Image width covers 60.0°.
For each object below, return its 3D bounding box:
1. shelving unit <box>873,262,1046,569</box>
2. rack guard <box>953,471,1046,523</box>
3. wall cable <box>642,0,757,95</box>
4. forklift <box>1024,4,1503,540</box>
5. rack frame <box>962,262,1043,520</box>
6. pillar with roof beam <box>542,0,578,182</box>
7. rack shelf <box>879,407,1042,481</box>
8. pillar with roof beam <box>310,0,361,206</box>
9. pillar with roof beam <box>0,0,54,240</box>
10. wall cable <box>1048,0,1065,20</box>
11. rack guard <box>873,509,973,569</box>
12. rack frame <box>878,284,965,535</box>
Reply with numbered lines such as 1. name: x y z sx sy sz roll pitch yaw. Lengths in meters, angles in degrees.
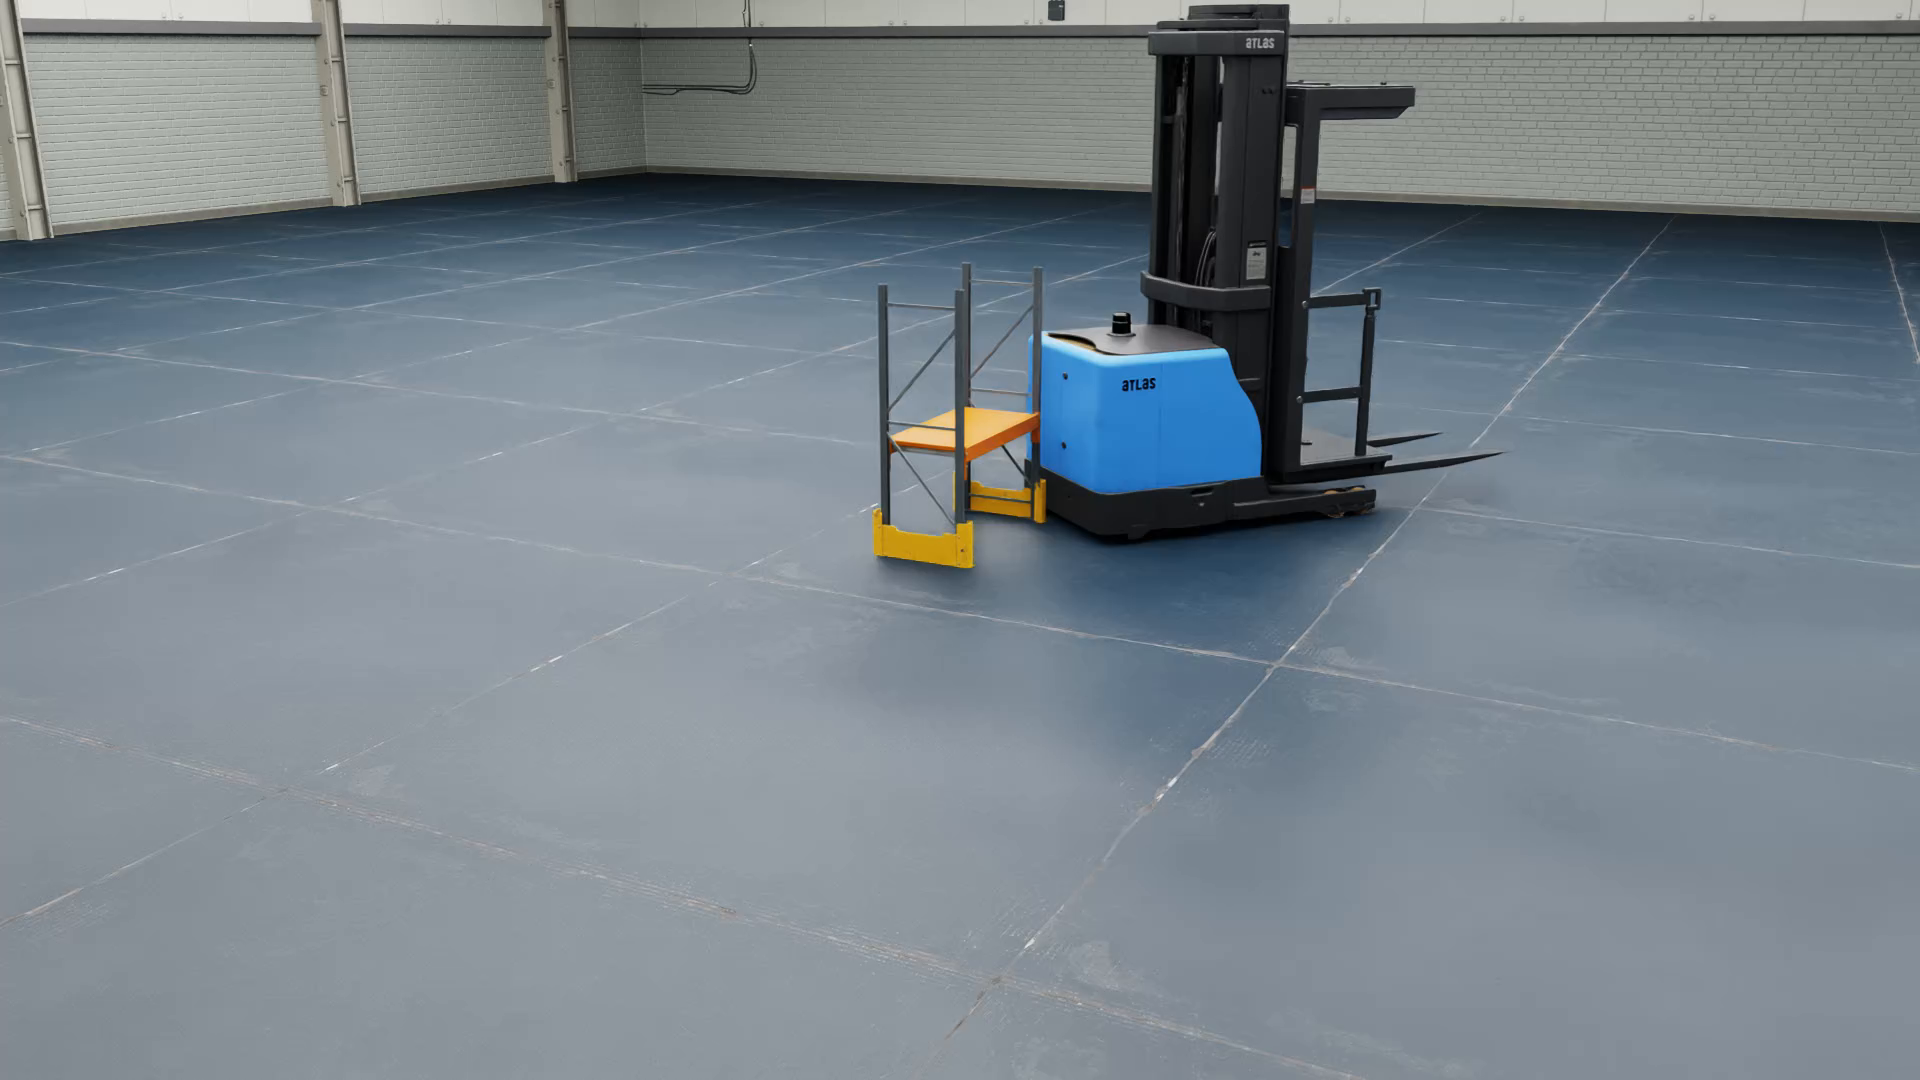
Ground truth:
1. shelving unit: 0.015 -0.735 9.366 0.587 1.500 1.083 8 18 25
2. rack guard: 0.234 -0.264 9.973 0.587 0.250 0.087 8 18 25
3. wall cable: -5.736 -10.897 35.861 3.097 2.526 0.112 8 18 25
4. forklift: 1.955 -1.664 9.978 3.031 2.935 1.130 -7 18 -23
5. rack frame: 0.243 -0.868 9.811 0.500 1.500 0.032 8 18 25
6. pillar with roof beam: -4.384 -11.255 31.615 9.100 9.000 0.400 8 18 25
7. rack shelf: 0.019 -0.565 9.425 0.538 0.185 1.000 8 18 25
8. pillar with roof beam: -7.065 -9.727 26.469 9.100 9.000 0.400 8 18 25
9. pillar with roof beam: -9.746 -8.199 21.324 9.100 9.000 0.400 8 18 25
10. wall cable: 2.750 -12.804 30.854 2.305 6.003 0.169 8 18 25
11. rack guard: -0.205 -0.009 9.116 0.587 0.250 0.087 8 18 25
12. rack frame: -0.206 -0.608 8.937 0.500 1.500 0.032 8 18 25
